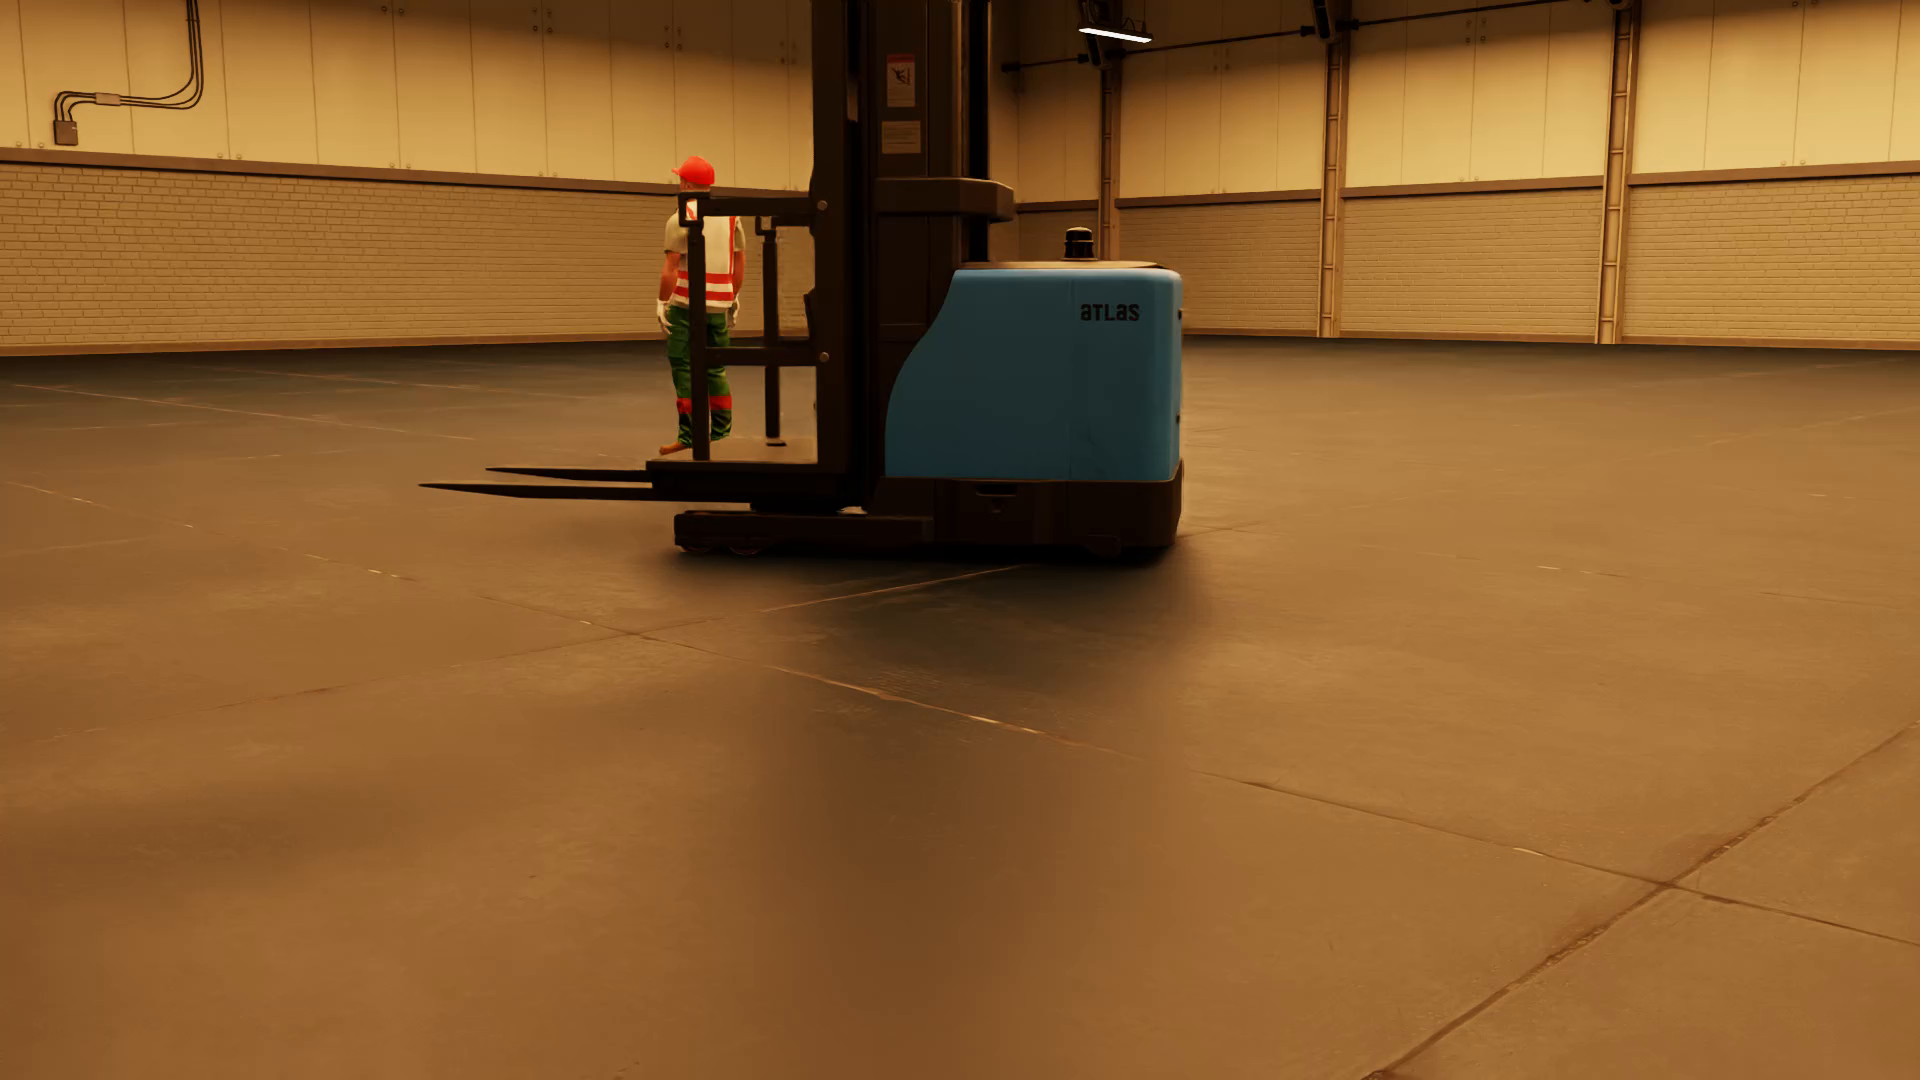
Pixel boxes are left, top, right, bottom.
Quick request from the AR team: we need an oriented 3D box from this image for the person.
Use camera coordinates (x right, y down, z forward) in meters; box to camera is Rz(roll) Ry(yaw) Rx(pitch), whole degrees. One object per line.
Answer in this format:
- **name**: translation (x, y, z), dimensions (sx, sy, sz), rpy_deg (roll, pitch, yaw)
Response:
- **person**: translation (-1.617, -1.419, 10.146), dimensions (0.502, 1.799, 0.634), rpy_deg (8, 12, 43)

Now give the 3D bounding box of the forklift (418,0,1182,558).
- **forklift**: translation (-0.640, -1.464, 6.596), dimensions (3.031, 2.935, 1.130), rpy_deg (1, 9, 10)
